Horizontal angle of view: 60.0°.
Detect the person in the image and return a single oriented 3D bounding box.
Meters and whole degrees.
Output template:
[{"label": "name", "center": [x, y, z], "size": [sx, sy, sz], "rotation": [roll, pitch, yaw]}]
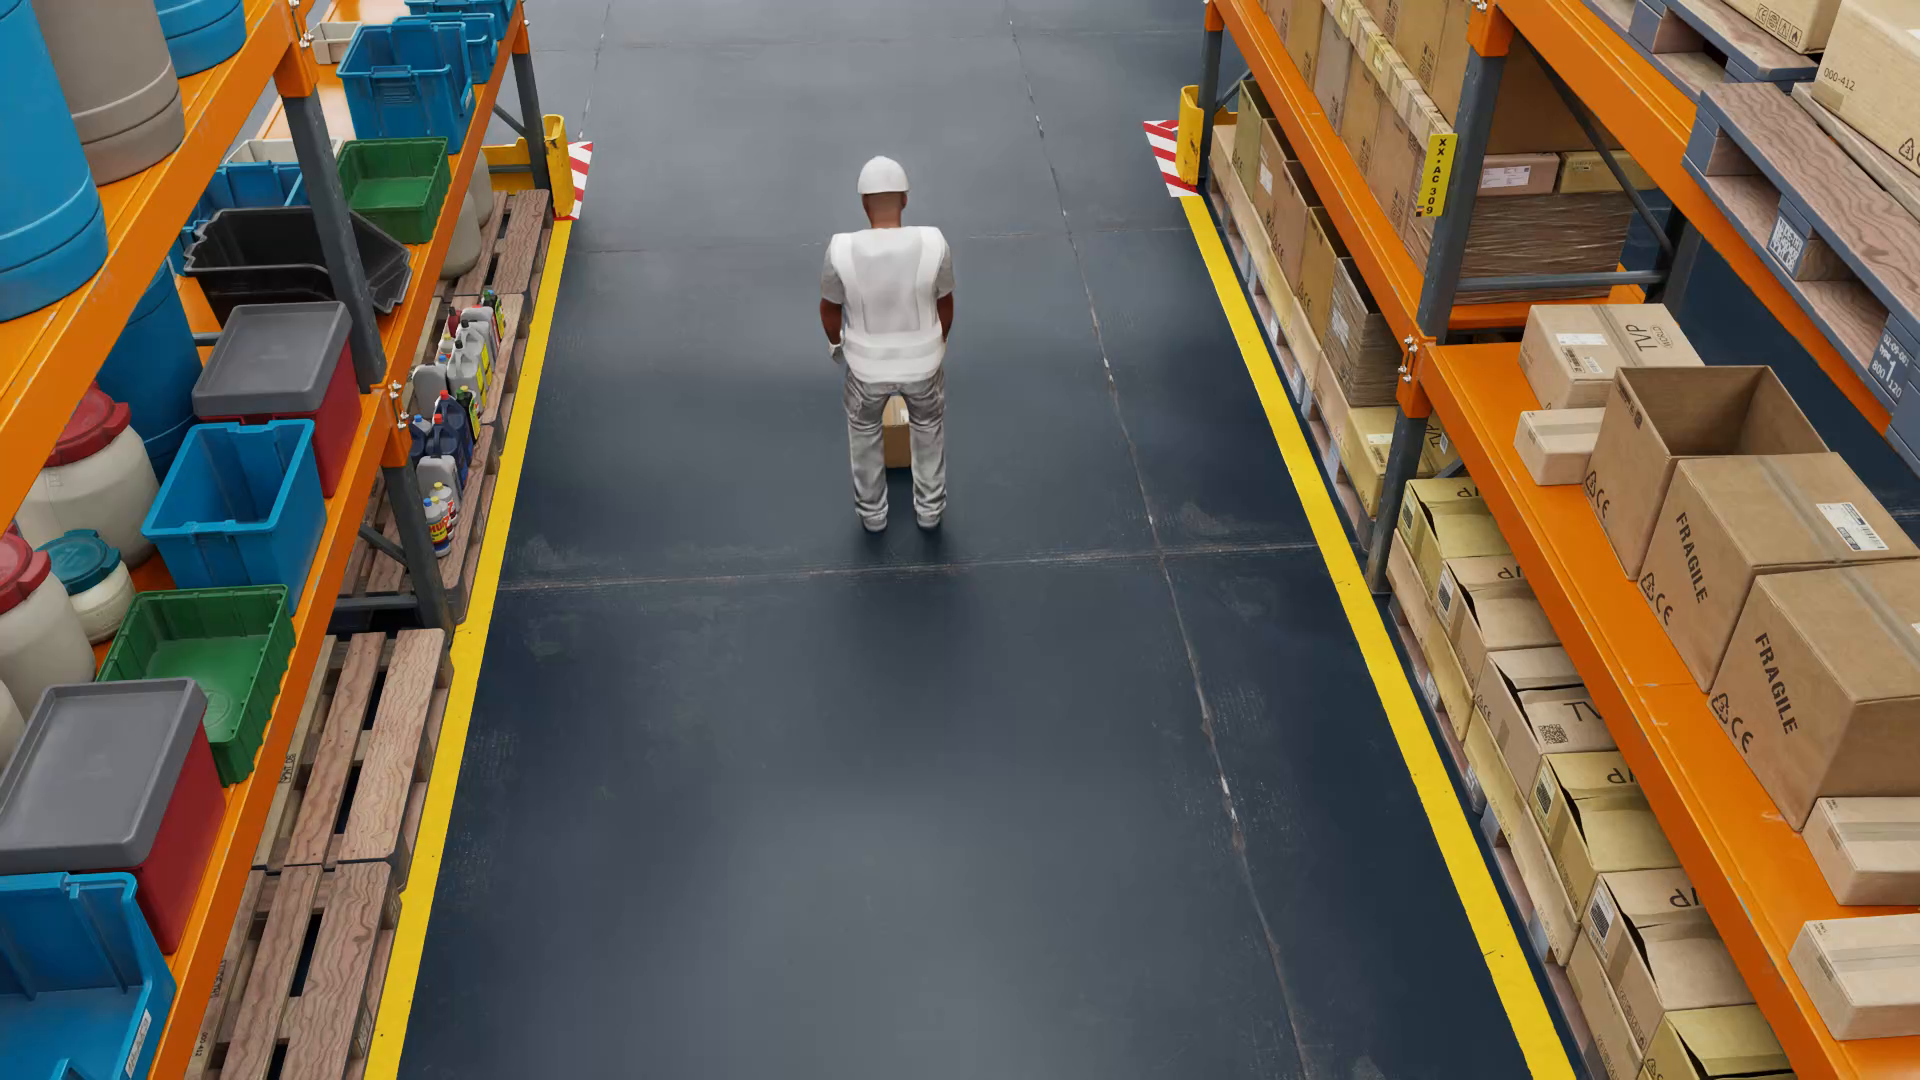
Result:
[{"label": "person", "center": [-0.307, -0.803, 7.174], "size": [0.569, 1.741, 0.442], "rotation": [-2, 39, -3]}]
